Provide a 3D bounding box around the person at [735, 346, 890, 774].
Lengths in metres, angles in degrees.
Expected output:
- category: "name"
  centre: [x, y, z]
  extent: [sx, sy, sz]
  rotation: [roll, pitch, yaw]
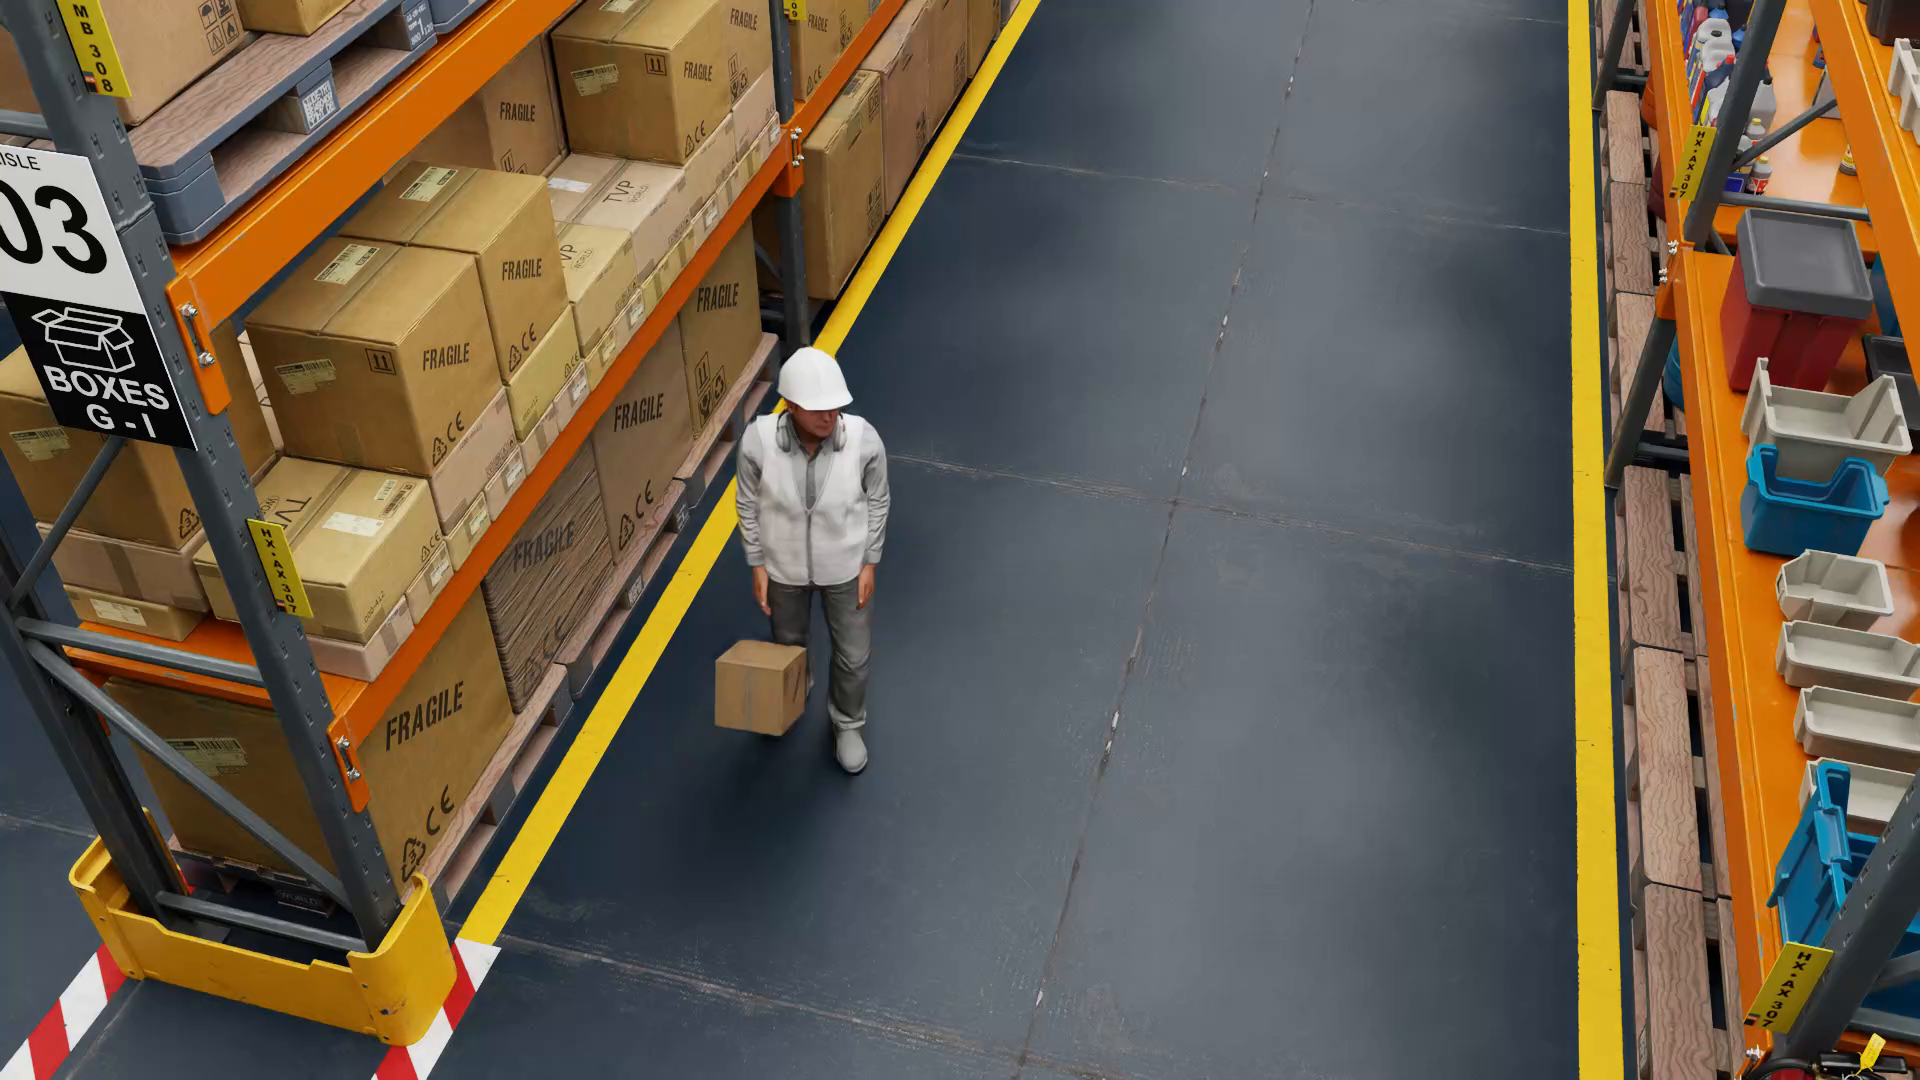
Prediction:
- category: "person"
  centre: [-0.522, 0.081, 6.041]
  extent: [0.550, 1.774, 0.513]
  rotation: [-1, 41, -1]
